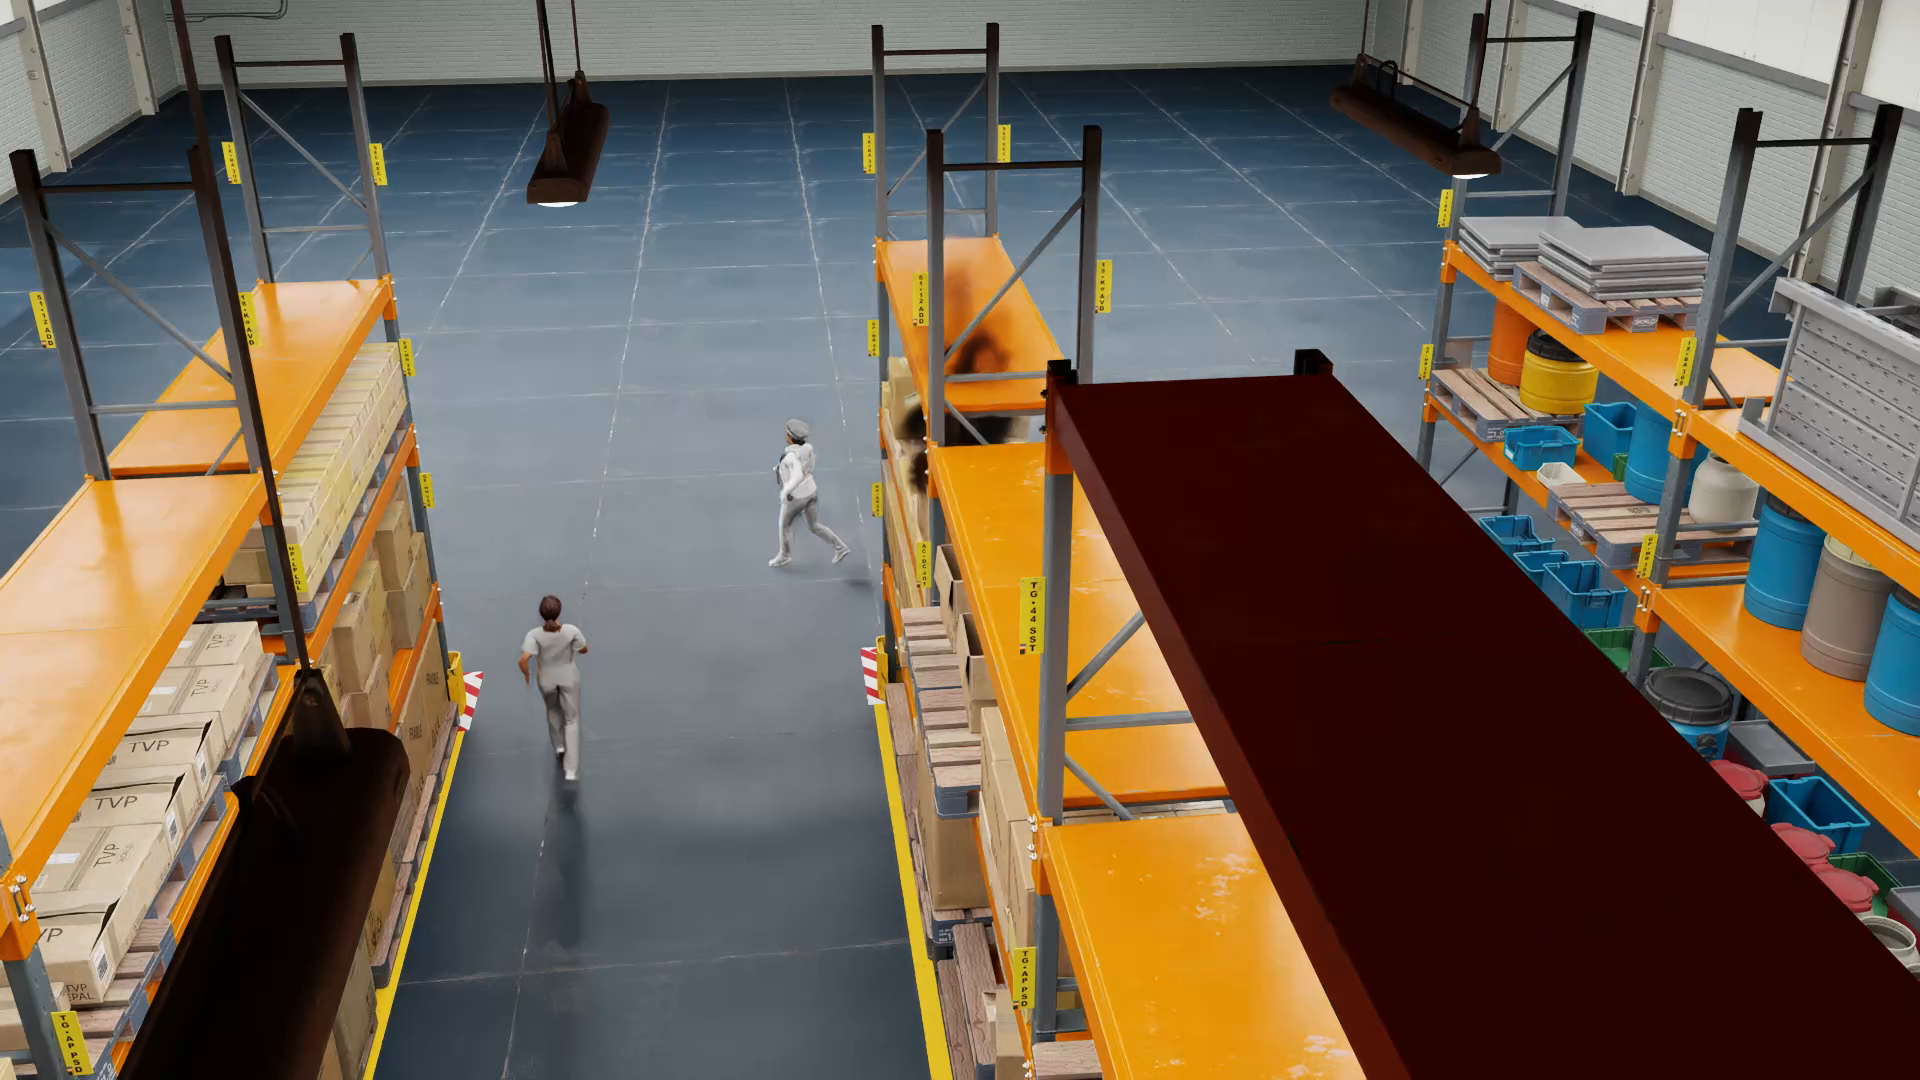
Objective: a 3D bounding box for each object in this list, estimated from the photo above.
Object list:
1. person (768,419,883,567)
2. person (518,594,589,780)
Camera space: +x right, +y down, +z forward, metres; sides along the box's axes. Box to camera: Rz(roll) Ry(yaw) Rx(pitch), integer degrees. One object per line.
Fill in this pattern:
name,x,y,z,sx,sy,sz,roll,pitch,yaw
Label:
person,-1.305,-0.179,16.474,2.480,2.100,2.048,13,29,26
person,-3.375,1.220,13.962,0.551,1.691,0.908,-4,26,-8
